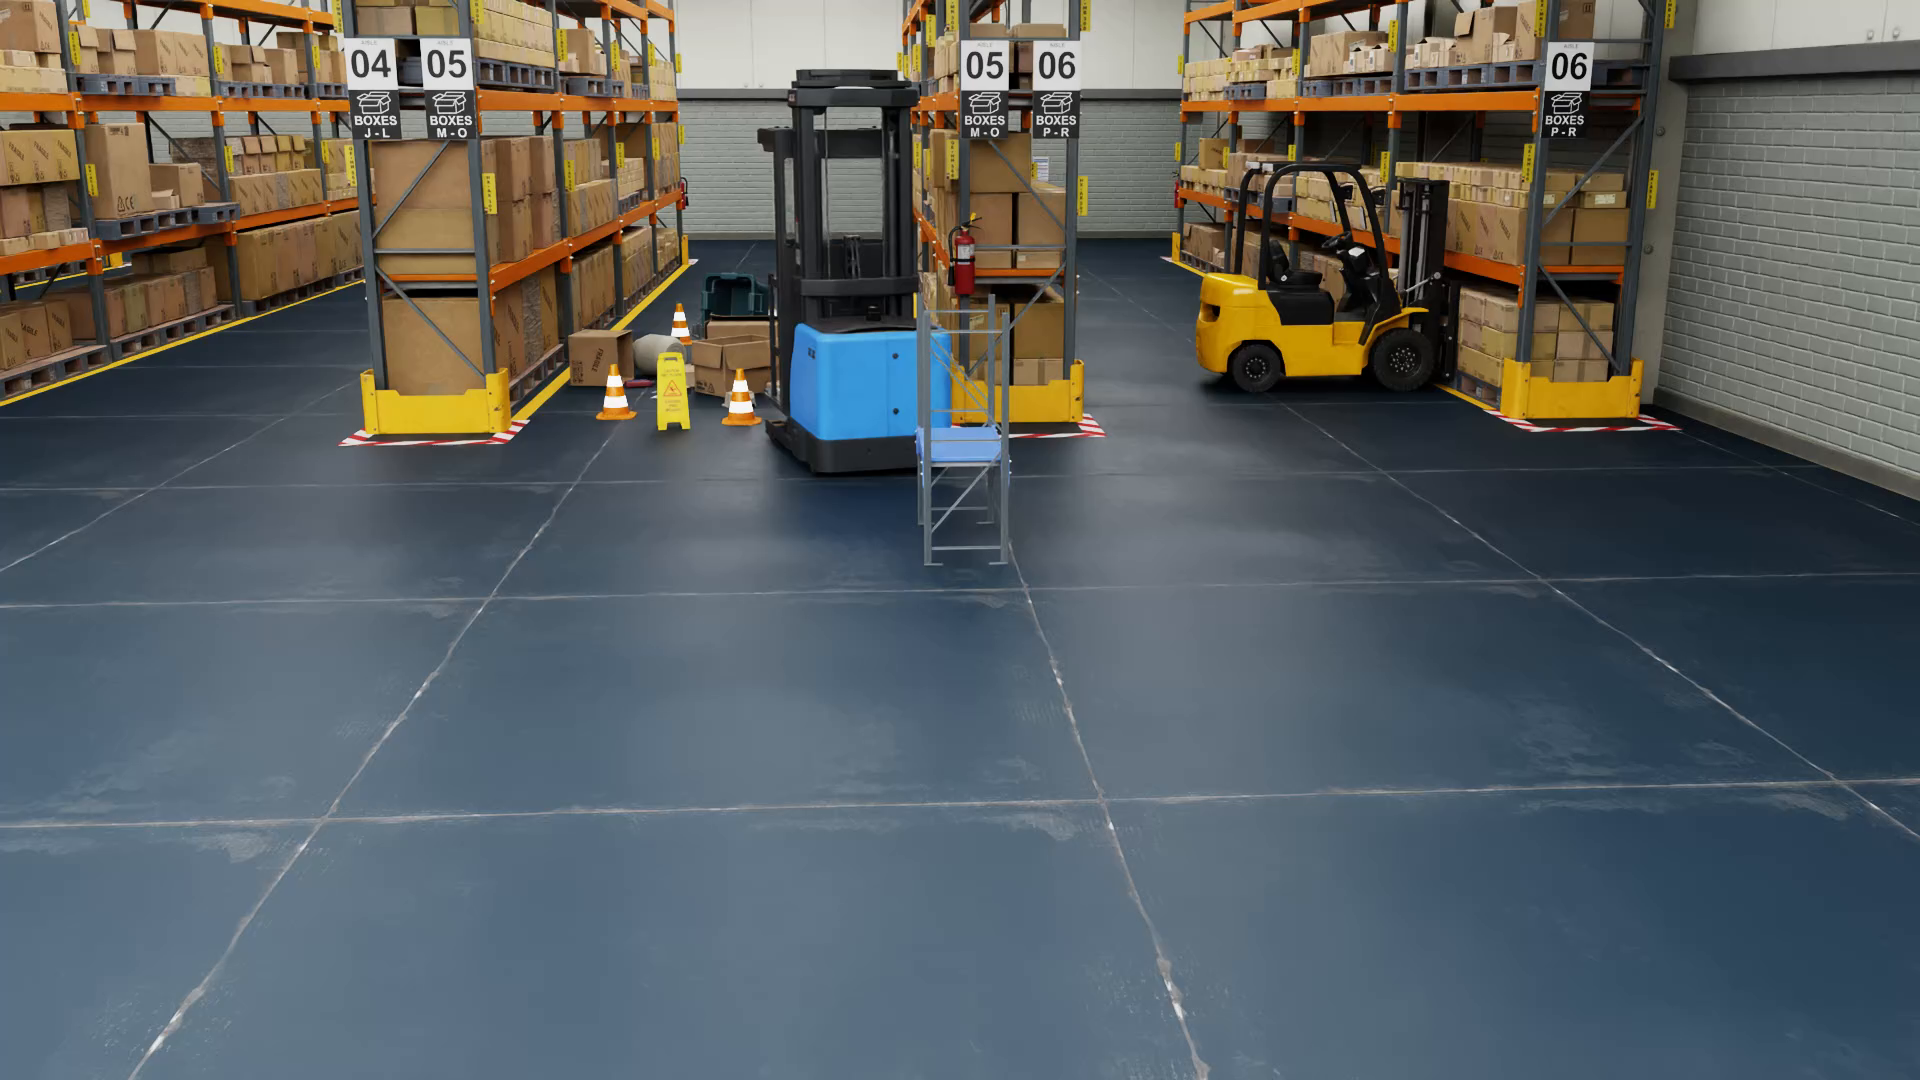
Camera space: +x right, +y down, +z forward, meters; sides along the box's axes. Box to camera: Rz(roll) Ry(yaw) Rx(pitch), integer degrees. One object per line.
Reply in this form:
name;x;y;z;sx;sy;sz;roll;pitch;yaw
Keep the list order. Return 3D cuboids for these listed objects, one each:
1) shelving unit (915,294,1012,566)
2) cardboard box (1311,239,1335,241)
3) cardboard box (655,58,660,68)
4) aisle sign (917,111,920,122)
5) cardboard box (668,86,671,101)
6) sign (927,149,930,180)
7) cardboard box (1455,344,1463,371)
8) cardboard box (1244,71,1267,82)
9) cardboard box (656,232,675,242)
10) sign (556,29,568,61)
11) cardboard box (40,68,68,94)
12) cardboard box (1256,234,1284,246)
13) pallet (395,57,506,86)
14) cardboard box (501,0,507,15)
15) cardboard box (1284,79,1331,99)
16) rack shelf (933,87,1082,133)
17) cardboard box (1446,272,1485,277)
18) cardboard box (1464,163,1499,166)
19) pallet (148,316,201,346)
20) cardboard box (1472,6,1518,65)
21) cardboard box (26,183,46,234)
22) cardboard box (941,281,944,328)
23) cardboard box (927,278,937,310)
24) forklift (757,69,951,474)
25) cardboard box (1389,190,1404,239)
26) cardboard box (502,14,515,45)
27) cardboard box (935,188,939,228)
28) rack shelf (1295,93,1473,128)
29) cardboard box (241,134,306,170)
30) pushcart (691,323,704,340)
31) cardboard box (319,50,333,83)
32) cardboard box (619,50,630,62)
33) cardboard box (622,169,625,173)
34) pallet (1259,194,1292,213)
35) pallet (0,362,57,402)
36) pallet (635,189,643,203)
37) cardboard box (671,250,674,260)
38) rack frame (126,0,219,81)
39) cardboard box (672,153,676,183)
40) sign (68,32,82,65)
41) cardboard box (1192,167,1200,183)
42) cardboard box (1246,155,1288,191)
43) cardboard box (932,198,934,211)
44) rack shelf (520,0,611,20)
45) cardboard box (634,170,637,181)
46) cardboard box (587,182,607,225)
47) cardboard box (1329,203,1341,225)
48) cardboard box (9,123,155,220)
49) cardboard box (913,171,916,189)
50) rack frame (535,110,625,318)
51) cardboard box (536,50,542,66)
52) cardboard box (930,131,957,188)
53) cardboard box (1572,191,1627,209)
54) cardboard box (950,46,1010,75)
shelving unit;0.005;-0.705;10.257;0.538;1.500;1.048;-1;14;-3
cardboard box;5.220;-4.206;23.725;0.380;0.149;0.250;-2;15;-6
cardboard box;-4.995;-7.603;26.533;0.380;0.149;0.250;0;14;-1
aisle sign;-0.793;-7.753;29.421;0.394;0.787;0.004;-1;14;-3
cardboard box;-5.085;-7.399;27.546;0.500;0.250;0.500;0;14;-1
sign;-0.309;-4.047;17.912;0.100;0.325;0.005;-1;14;-3
cardboard box;5.059;-1.811;16.219;0.500;0.250;0.500;-1;14;-3
cardboard box;4.390;-6.811;24.420;0.380;0.149;0.250;-1;14;-4
cardboard box;-5.021;-5.105;28.031;0.380;0.149;0.250;0;14;-1
sign;-4.136;-5.145;17.285;0.100;0.325;0.005;-1;14;-3
cardboard box;-9.358;-4.614;16.719;0.500;0.250;0.500;0;14;-1
cardboard box;4.603;-4.453;24.685;0.380;0.149;0.250;0;14;-1
pallet;-4.498;-3.994;14.186;1.003;0.211;1.213;-1;14;-3
cardboard box;-4.207;-4.709;14.650;0.380;0.149;0.250;-1;14;-4
cardboard box;4.677;-6.072;22.388;0.500;0.250;0.500;-1;14;-5
rack shelf;0.368;-4.103;15.876;1.077;0.370;4.000;-1;14;-3
cardboard box;5.468;-2.684;17.608;0.500;0.250;0.500;-1;14;-4
cardboard box;5.524;-3.877;17.474;0.380;0.149;0.250;-1;14;-4
pallet;-9.775;-2.490;19.781;1.003;0.211;1.213;-1;14;-3
cardboard box;5.212;-4.694;15.487;0.700;0.500;0.500;-1;14;-3
cardboard box;-9.684;-3.298;16.525;0.875;0.500;0.500;-1;14;-3
cardboard box;0.057;-2.447;17.187;0.500;0.500;0.500;0;14;-1
cardboard box;0.076;-3.097;20.975;0.950;0.372;0.625;-1;14;-5
forklift;-0.978;-2.232;13.320;1.130;2.935;3.031;-5;15;-17
cardboard box;4.965;-3.507;17.938;0.500;0.500;0.500;-1;14;-5
cardboard box;-4.280;-4.551;14.835;0.500;0.250;0.500;-1;14;-4
cardboard box;-0.006;-3.575;17.602;0.500;0.500;0.500;-1;14;-4
rack shelf;5.075;-5.175;20.044;1.077;0.370;4.000;-1;14;-3
cardboard box;-10.094;-5.708;24.477;0.797;0.503;0.637;-1;14;-5
pushcart;-2.028;-2.178;18.235;1.648;0.377;0.936;-6;16;-23
cardboard box;-10.279;-7.413;26.053;0.700;0.500;0.500;0;14;-1
cardboard box;-5.272;-6.992;24.620;0.700;0.500;0.500;-1;14;-3
cardboard box;-4.837;-5.138;22.943;0.380;0.149;0.250;0;14;-1
pallet;4.839;-4.643;22.936;1.213;0.211;1.003;-1;14;-3
pallet;-9.491;-1.522;16.017;1.003;0.211;1.213;-1;14;-3
pallet;-5.283;-5.099;24.708;1.003;0.211;1.213;-1;14;-3
cardboard box;-5.038;-4.821;28.121;0.380;0.149;0.250;-2;15;-6
rack frame;-9.894;-7.243;20.618;1.000;3.000;0.127;-1;14;-3
cardboard box;-5.122;-6.335;28.331;0.500;0.500;0.500;-1;14;-4
sign;-9.105;-5.056;17.100;0.100;0.325;0.005;-1;14;-3
cardboard box;4.280;-6.261;28.544;0.500;0.250;0.500;-1;14;-4
cardboard box;4.590;-5.367;24.323;0.700;0.500;0.500;-1;14;-4
cardboard box;-0.133;-3.894;19.302;0.380;0.149;0.250;-1;14;-3
rack shelf;-4.814;-6.255;19.024;1.077;0.370;4.000;-1;14;-3
cardboard box;-4.912;-5.319;24.242;0.380;0.149;0.250;-1;14;-5
cardboard box;-4.581;-4.081;20.168;0.500;0.500;0.500;-1;14;-4
cardboard box;4.830;-3.999;20.351;0.500;0.250;0.500;0;14;-2
cardboard box;-9.556;-4.036;18.148;1.000;1.000;1.000;-1;14;-3
cardboard box;-0.407;-5.160;23.860;0.500;0.250;0.500;-1;14;-5
rack frame;-4.937;-4.389;21.565;1.000;3.000;0.127;-1;14;-3
cardboard box;-4.299;-4.701;16.218;0.380;0.149;0.250;-1;14;-3
cardboard box;0.085;-3.553;15.510;0.700;0.500;0.500;-1;14;-4
cardboard box;5.684;-3.029;14.779;0.380;0.149;0.250;-1;14;-5
cardboard box;0.175;-4.274;14.800;0.500;0.250;0.500;-1;14;-4
